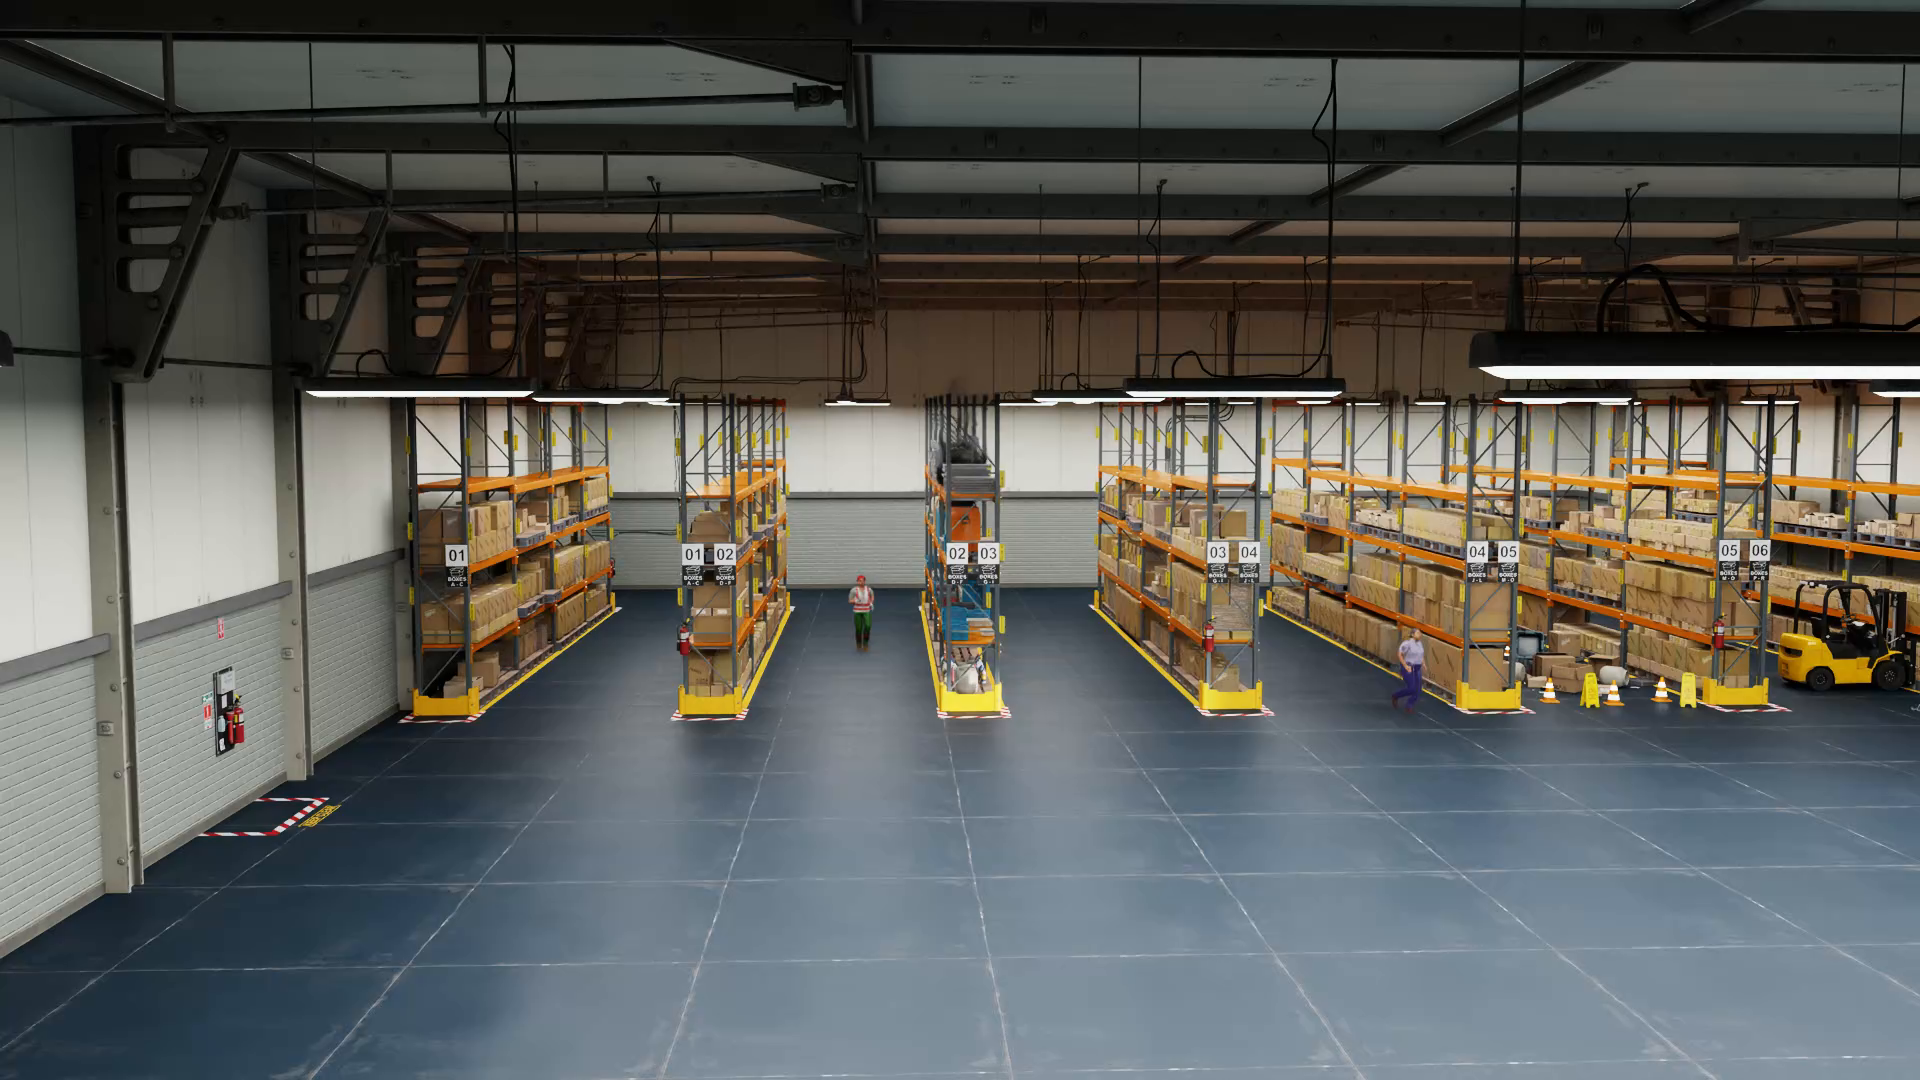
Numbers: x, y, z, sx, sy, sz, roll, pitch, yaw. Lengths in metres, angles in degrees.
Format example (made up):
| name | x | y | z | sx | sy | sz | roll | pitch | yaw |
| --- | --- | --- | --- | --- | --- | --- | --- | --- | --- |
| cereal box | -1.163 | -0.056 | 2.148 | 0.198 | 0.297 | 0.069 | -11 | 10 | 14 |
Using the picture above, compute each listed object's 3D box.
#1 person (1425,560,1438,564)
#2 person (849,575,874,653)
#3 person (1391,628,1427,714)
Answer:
| name | x | y | z | sx | sy | sz | roll | pitch | yaw |
| --- | --- | --- | --- | --- | --- | --- | --- | --- | --- |
| person | 14.108 | 0.965 | 49.261 | 0.974 | 1.798 | 0.721 | 1 | 5 | 8 |
| person | -2.300 | 1.735 | 39.191 | 0.632 | 1.824 | 0.705 | -1 | 5 | -11 |
| person | 8.523 | 2.467 | 31.442 | 0.628 | 1.604 | 0.545 | -3 | 6 | -36 |
